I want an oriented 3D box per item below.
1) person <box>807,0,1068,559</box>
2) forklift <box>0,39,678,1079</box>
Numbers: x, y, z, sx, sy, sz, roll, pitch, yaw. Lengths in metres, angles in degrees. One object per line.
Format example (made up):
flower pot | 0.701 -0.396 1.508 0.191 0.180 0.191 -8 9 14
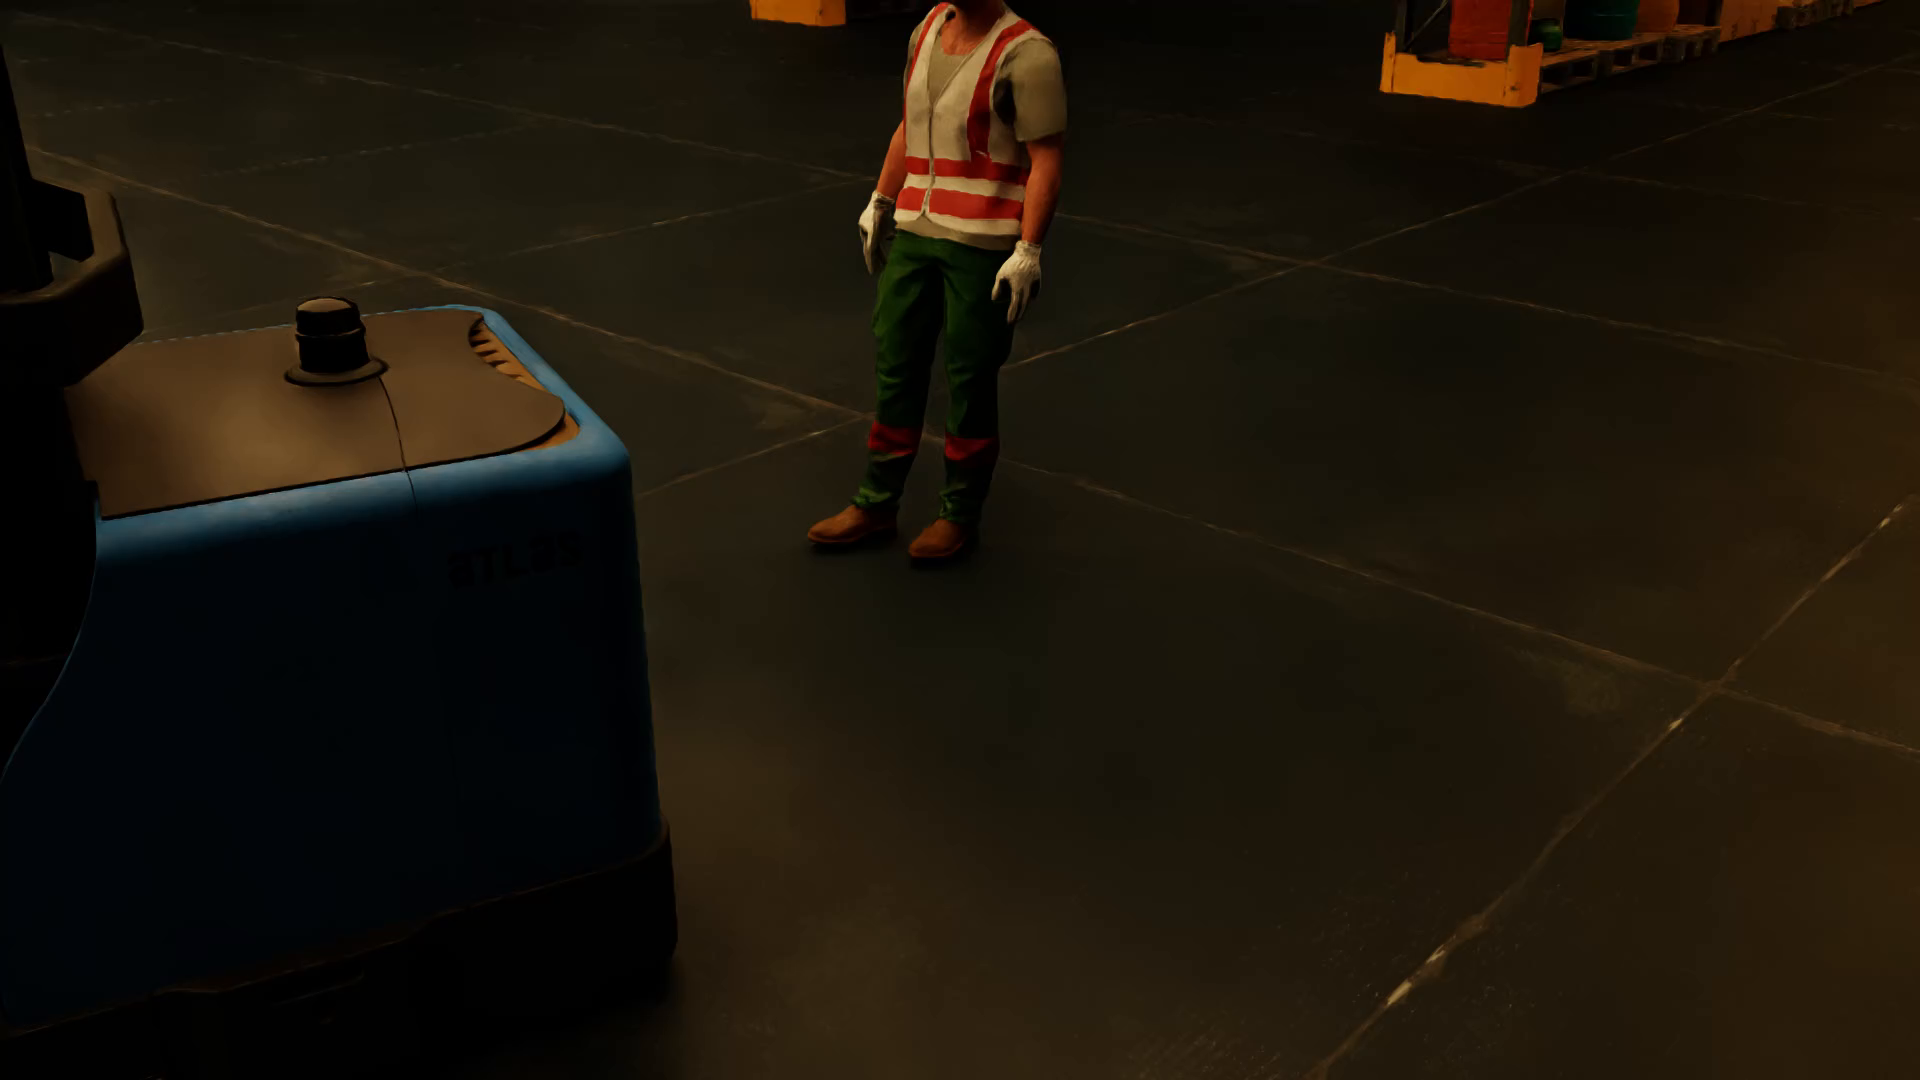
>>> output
person | -0.062 -0.805 4.567 0.637 1.787 0.563 20 31 38
forklift | -2.074 -0.415 2.274 3.031 2.935 1.130 -12 26 -25
